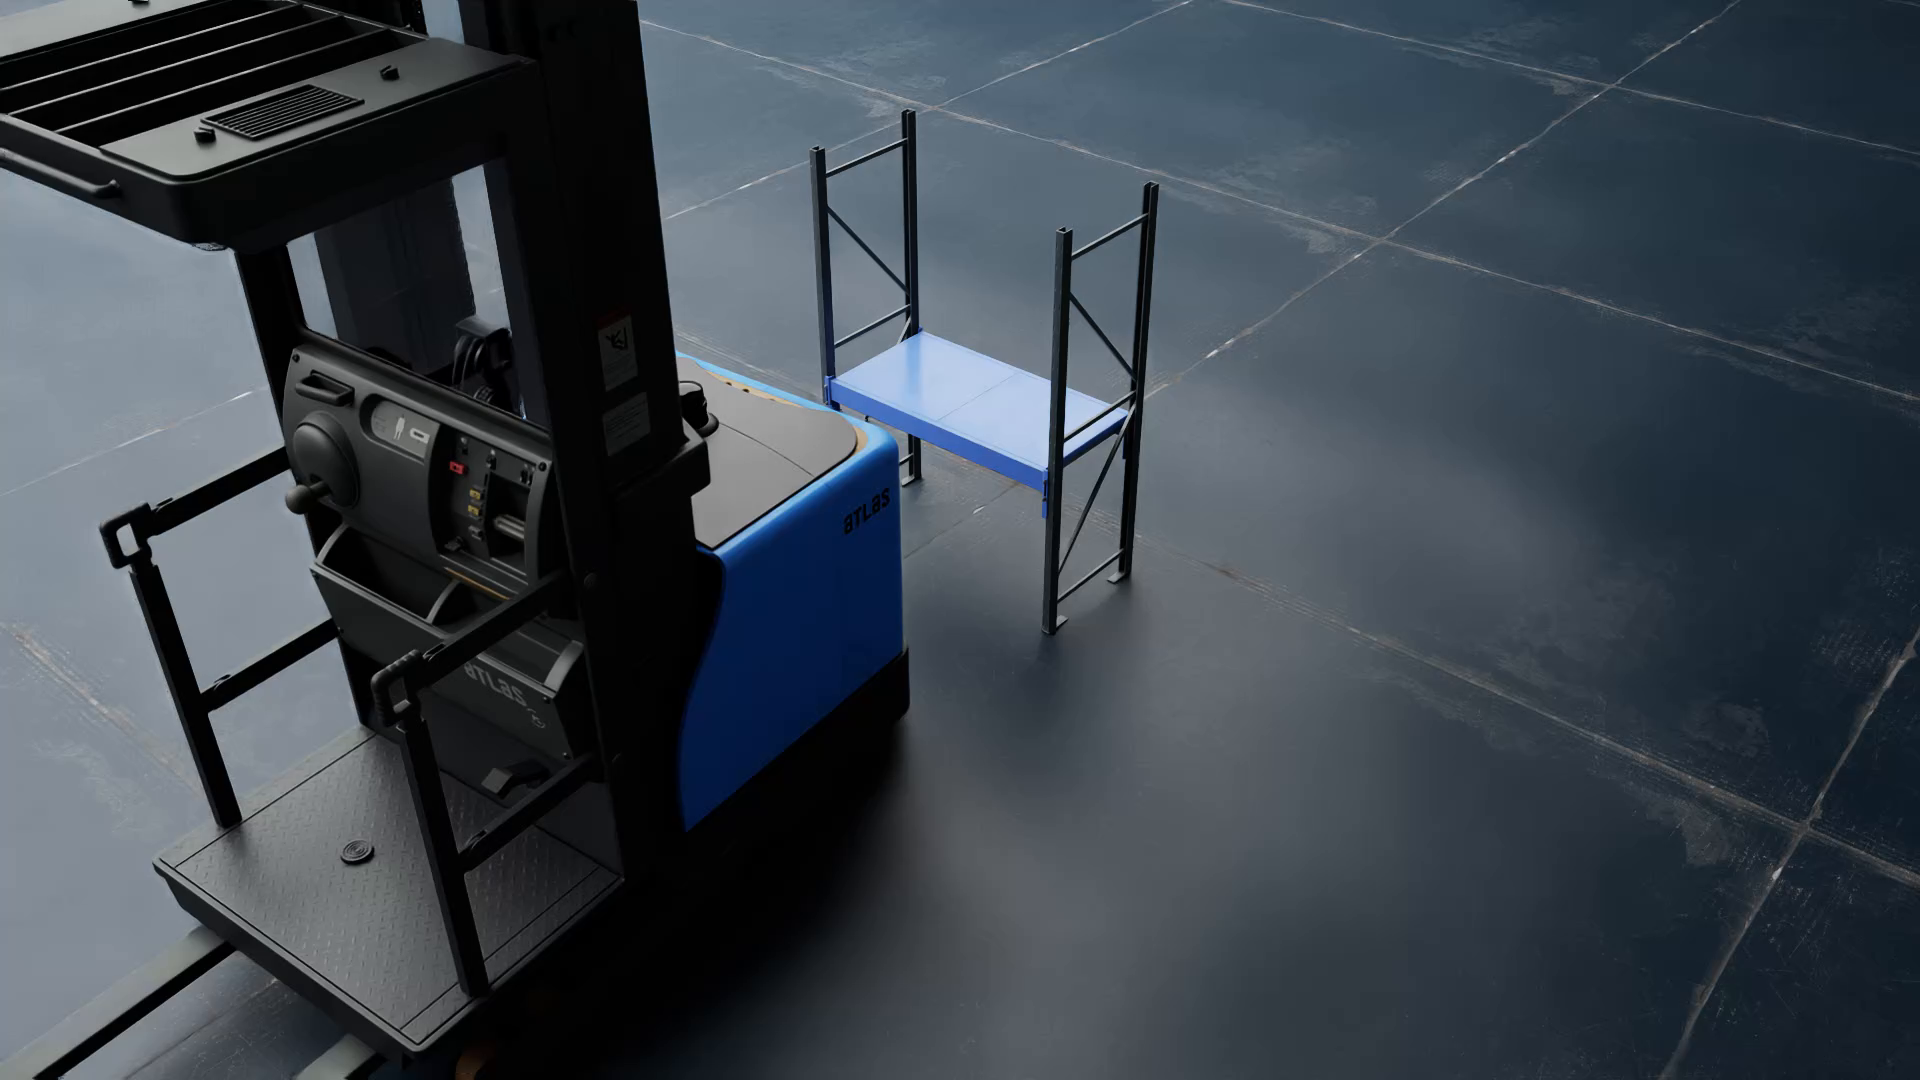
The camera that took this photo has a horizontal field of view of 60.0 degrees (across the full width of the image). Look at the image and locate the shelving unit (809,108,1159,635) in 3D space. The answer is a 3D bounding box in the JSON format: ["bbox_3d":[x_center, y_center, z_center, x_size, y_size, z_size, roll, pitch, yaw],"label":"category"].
[{"bbox_3d":[0.066,-0.587,5.780,1.048,1.500,0.538,25,42,32],"label":"shelving unit"}]

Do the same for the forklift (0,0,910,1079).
[{"bbox_3d":[-1.426,-0.112,3.823,1.130,2.935,3.031,22,40,29],"label":"forklift"}]

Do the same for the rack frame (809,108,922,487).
[{"bbox_3d":[-0.325,-0.771,6.049,0.032,1.500,0.500,25,42,32],"label":"rack frame"}]

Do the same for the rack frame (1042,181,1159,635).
[{"bbox_3d":[0.456,-0.403,5.512,0.032,1.500,0.500,25,42,32],"label":"rack frame"}]

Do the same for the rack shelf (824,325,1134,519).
[{"bbox_3d":[0.066,-0.439,5.882,1.000,0.185,0.538,25,42,32],"label":"rack shelf"}]
